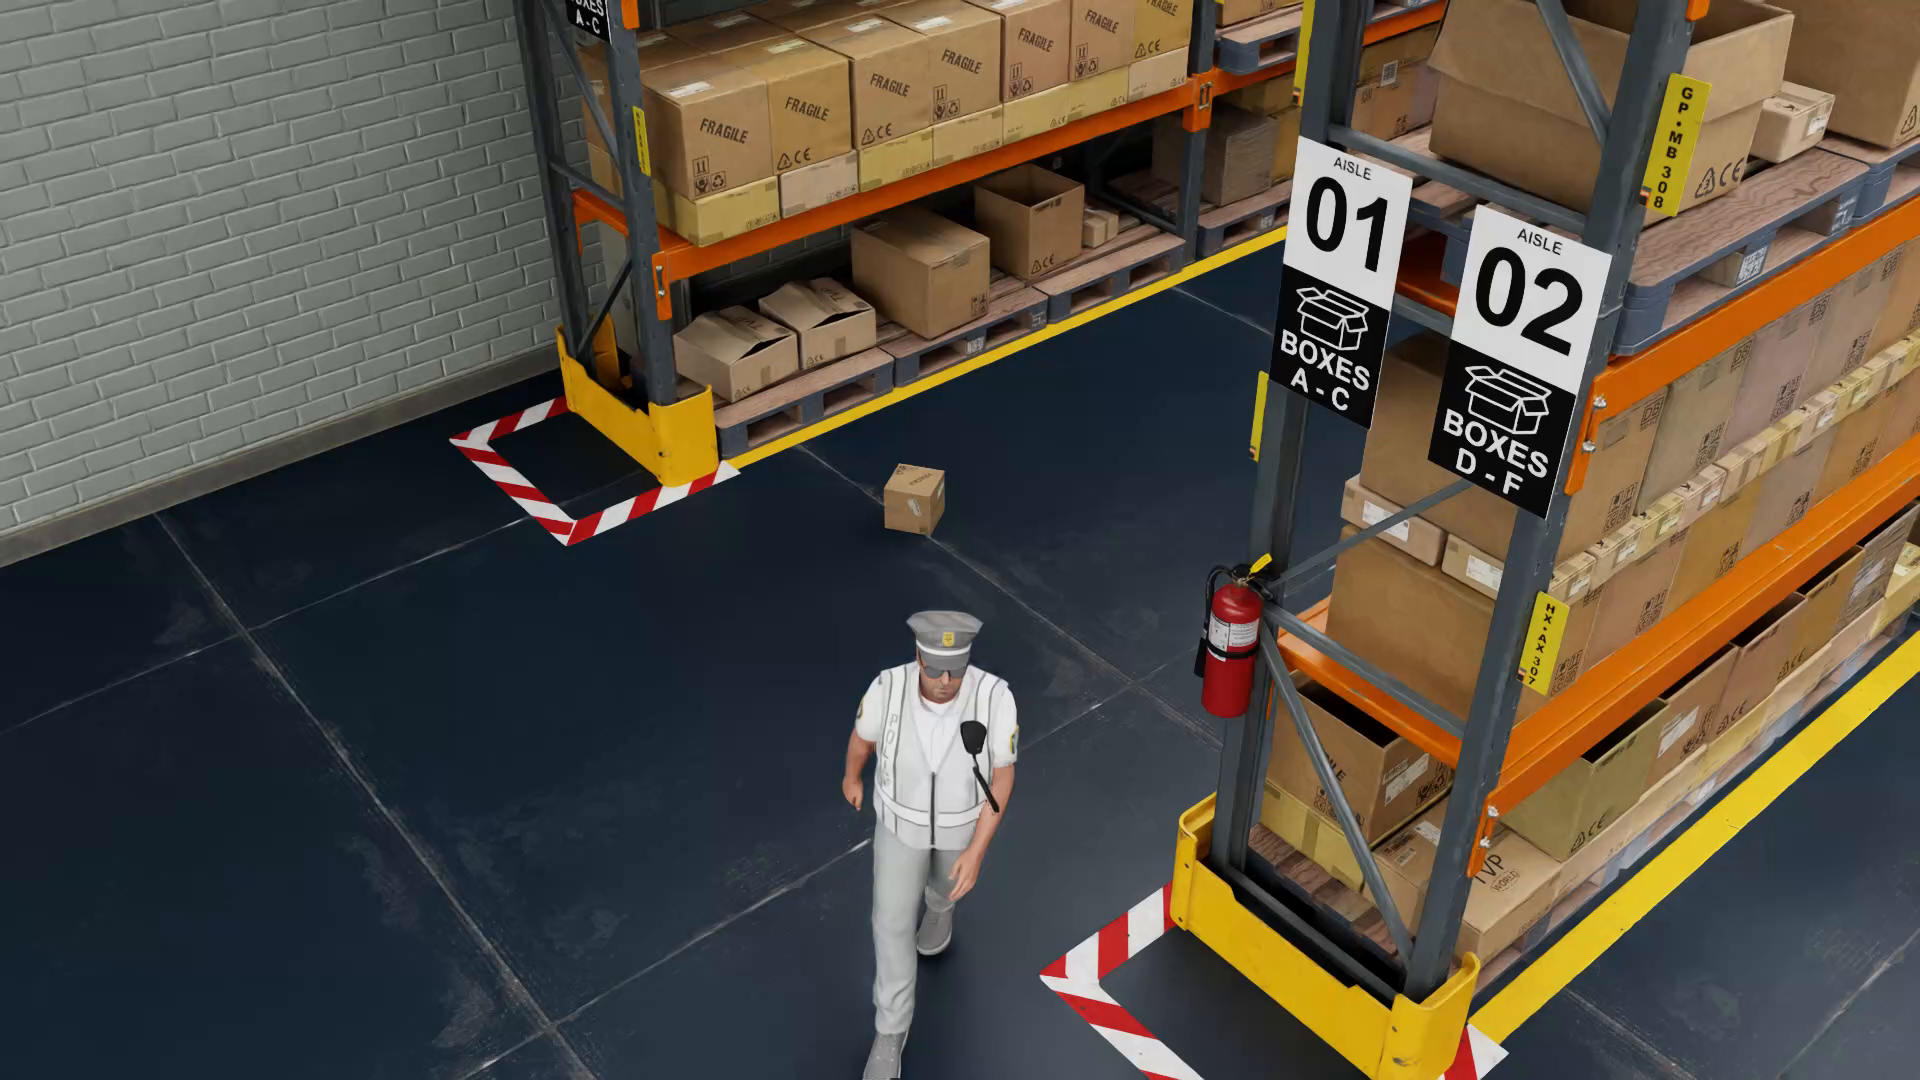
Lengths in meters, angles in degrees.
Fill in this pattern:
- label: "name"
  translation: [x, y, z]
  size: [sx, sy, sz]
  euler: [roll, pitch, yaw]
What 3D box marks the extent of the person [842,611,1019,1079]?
- label: "person"
  translation: [-0.120, 0.989, 5.656]
  size: [0.625, 1.725, 0.981]
  euler: [1, 36, 2]
